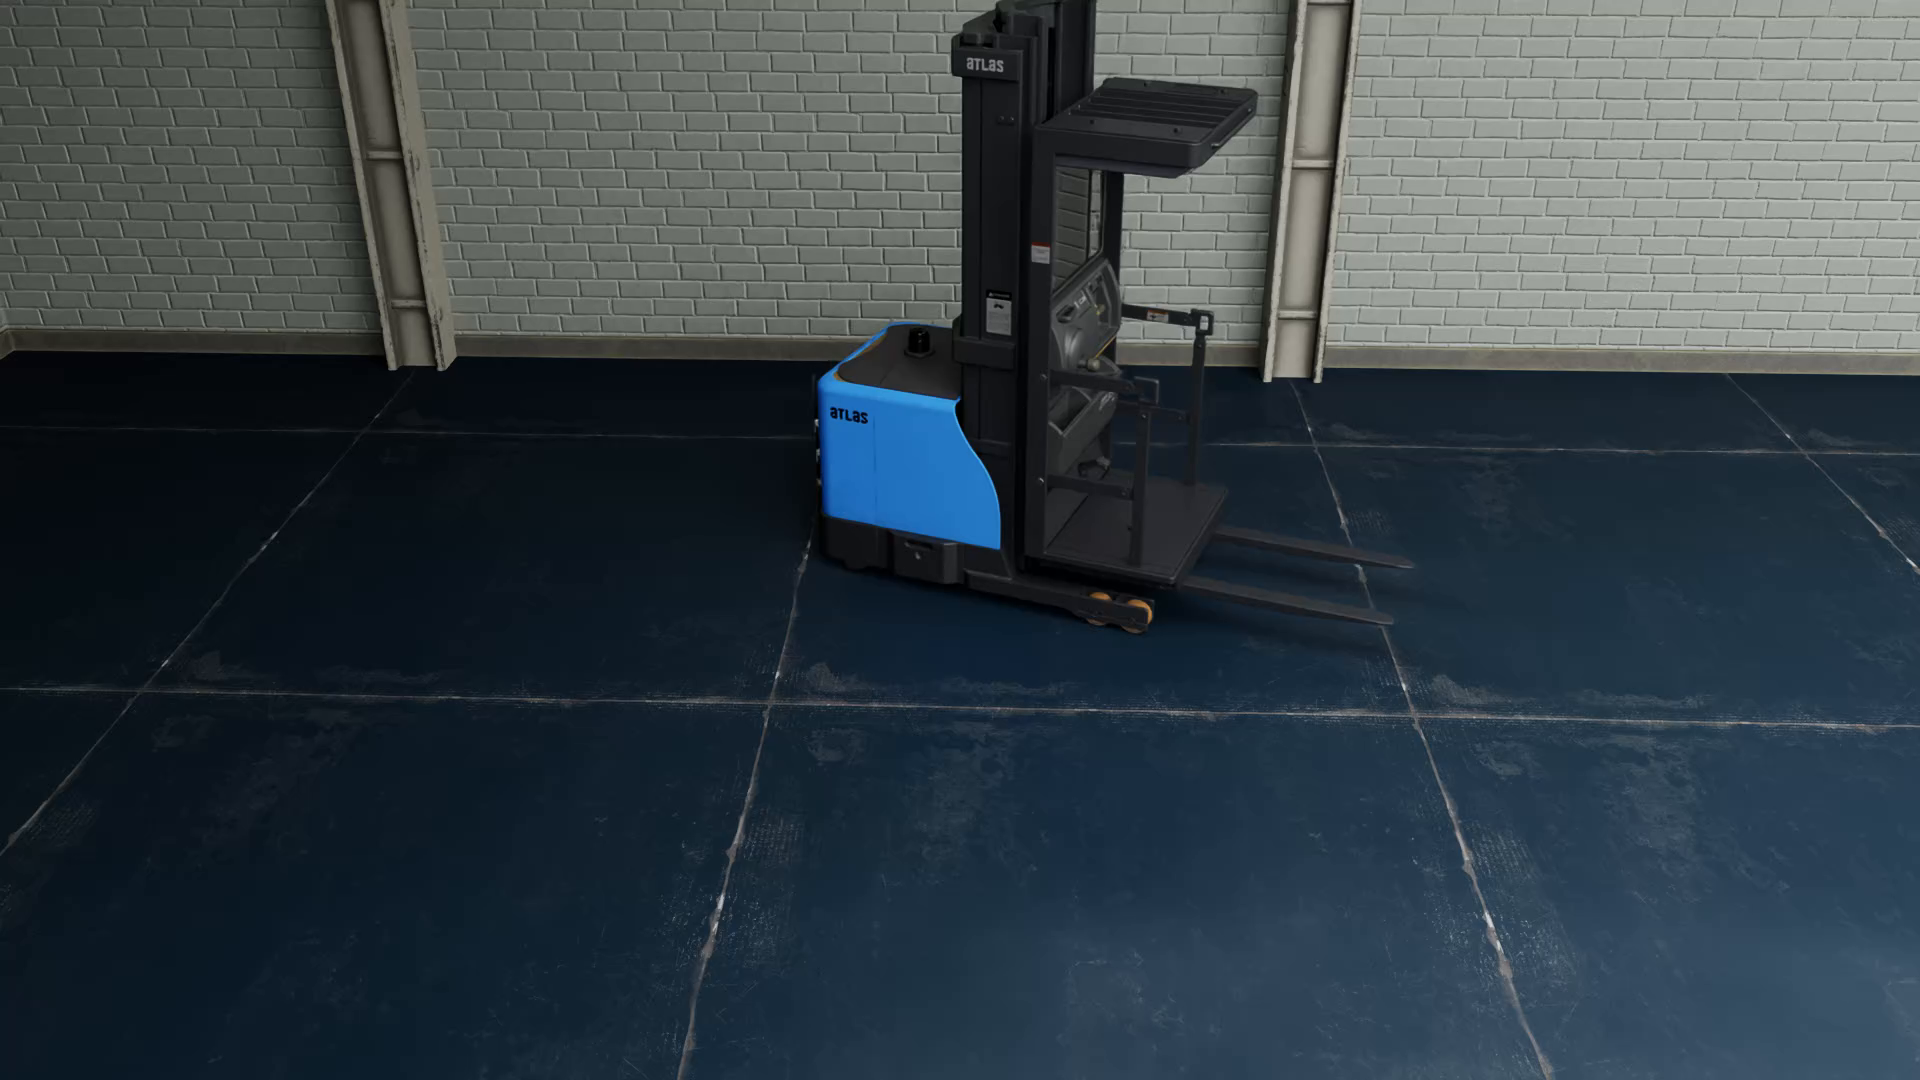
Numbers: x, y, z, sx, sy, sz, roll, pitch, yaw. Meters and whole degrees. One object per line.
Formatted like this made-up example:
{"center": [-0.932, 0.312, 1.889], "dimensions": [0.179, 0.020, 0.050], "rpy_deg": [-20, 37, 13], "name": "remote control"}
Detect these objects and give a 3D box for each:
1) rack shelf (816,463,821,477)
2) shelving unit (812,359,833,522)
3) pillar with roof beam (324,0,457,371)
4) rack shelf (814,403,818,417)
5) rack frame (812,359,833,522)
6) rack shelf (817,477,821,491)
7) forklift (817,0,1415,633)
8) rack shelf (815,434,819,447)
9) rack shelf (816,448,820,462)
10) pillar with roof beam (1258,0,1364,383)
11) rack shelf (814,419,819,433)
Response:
{"center": [-0.660, -0.424, 9.353], "dimensions": [0.200, 0.077, 0.258], "rpy_deg": [11, 30, 20], "name": "rack shelf"}
{"center": [-0.660, -0.533, 9.295], "dimensions": [0.210, 0.900, 0.258], "rpy_deg": [11, 30, 20], "name": "shelving unit"}
{"center": [-3.892, -3.201, 5.680], "dimensions": [0.400, 9.000, 9.100], "rpy_deg": [1, 28, 2], "name": "pillar with roof beam"}
{"center": [-0.660, -0.742, 9.184], "dimensions": [0.200, 0.077, 0.258], "rpy_deg": [11, 30, 20], "name": "rack shelf"}
{"center": [-0.754, -0.551, 9.329], "dimensions": [0.006, 0.900, 0.240], "rpy_deg": [11, 30, 20], "name": "rack frame"}
{"center": [-0.660, -0.345, 9.395], "dimensions": [0.200, 0.077, 0.258], "rpy_deg": [11, 30, 20], "name": "rack shelf"}
{"center": [0.816, -1.110, 8.214], "dimensions": [3.031, 2.935, 1.130], "rpy_deg": [11, 30, 20], "name": "forklift"}
{"center": [-0.660, -0.583, 9.268], "dimensions": [0.200, 0.077, 0.258], "rpy_deg": [11, 30, 20], "name": "rack shelf"}
{"center": [-0.660, -0.504, 9.311], "dimensions": [0.200, 0.077, 0.258], "rpy_deg": [11, 30, 20], "name": "rack shelf"}
{"center": [2.105, -3.102, 5.493], "dimensions": [0.400, 9.000, 9.100], "rpy_deg": [1, 28, 2], "name": "pillar with roof beam"}
{"center": [-0.660, -0.663, 9.226], "dimensions": [0.200, 0.077, 0.258], "rpy_deg": [11, 30, 20], "name": "rack shelf"}
